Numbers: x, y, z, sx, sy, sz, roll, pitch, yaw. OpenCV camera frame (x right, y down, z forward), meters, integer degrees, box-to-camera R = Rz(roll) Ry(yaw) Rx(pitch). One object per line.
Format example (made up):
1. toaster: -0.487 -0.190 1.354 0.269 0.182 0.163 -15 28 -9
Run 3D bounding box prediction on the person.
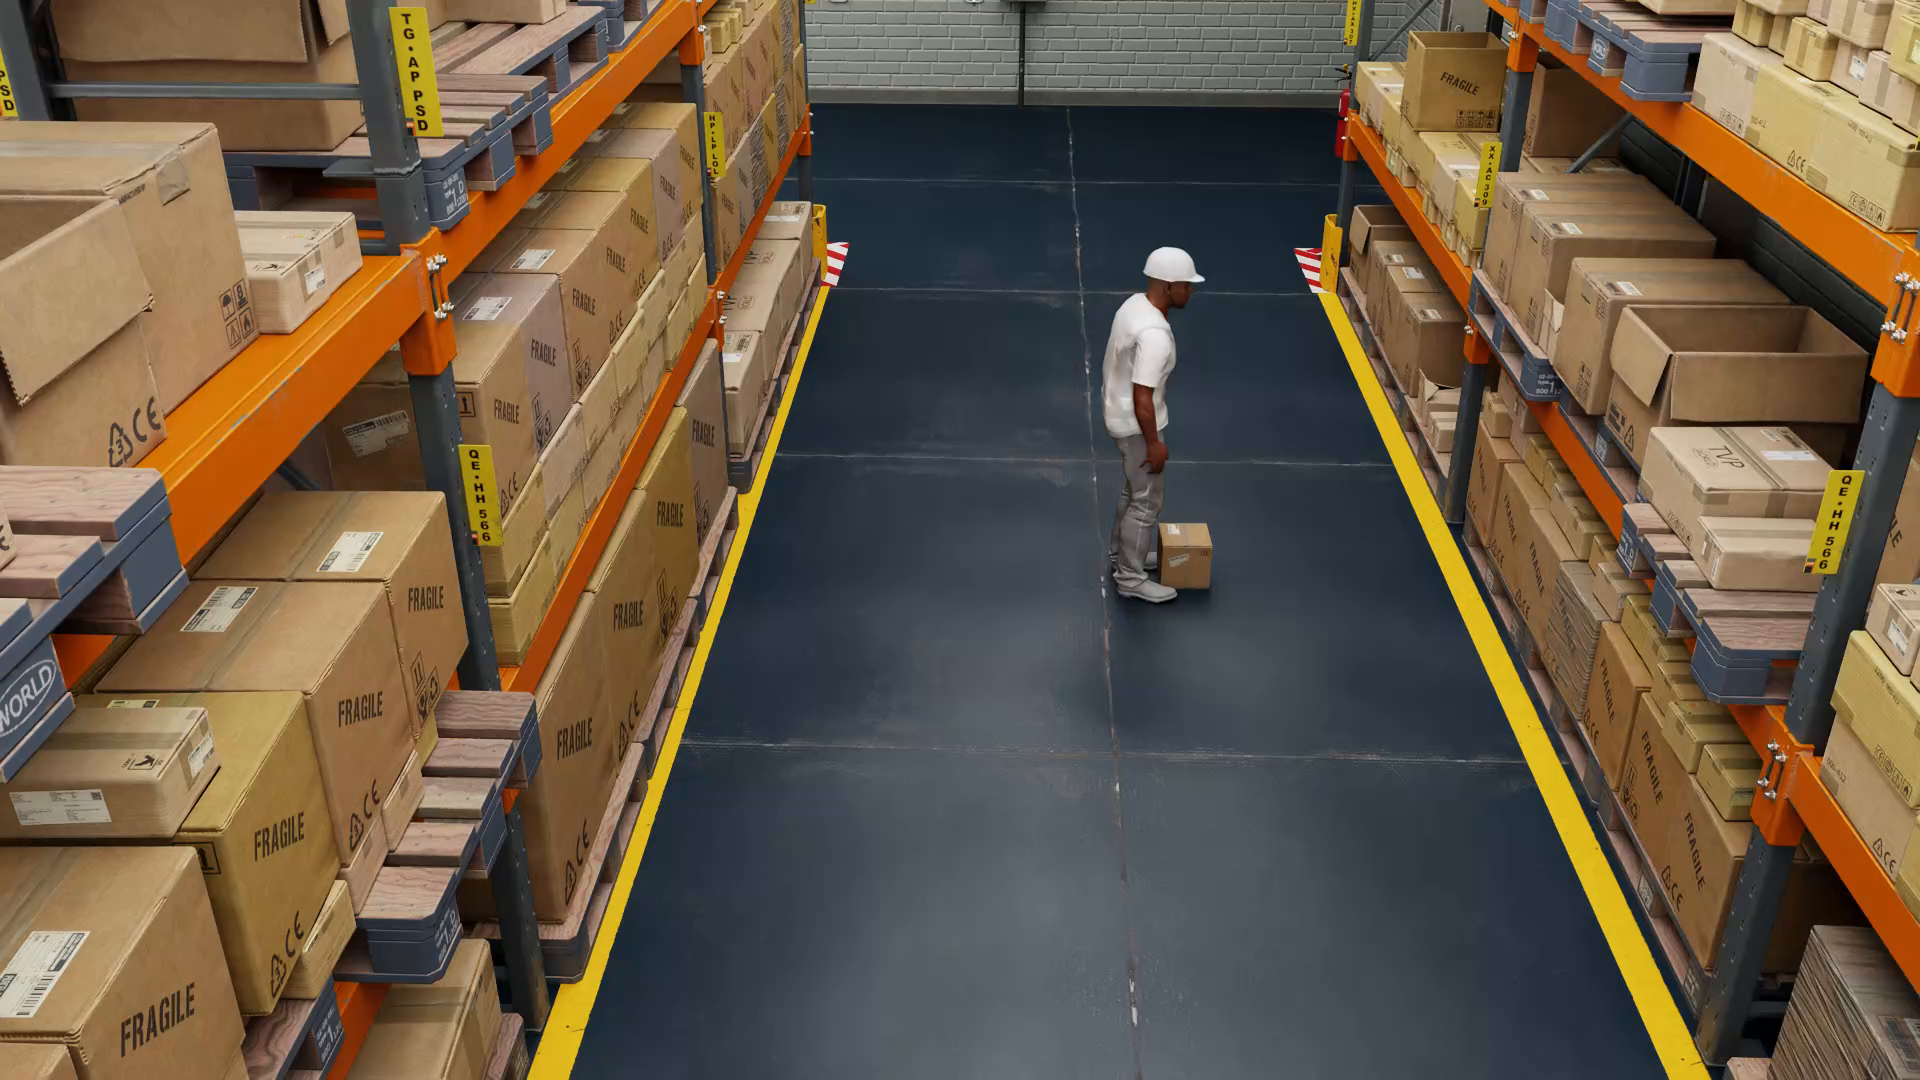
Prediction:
1. person: 0.928 -0.584 8.208 0.463 1.760 0.631 1 28 1
